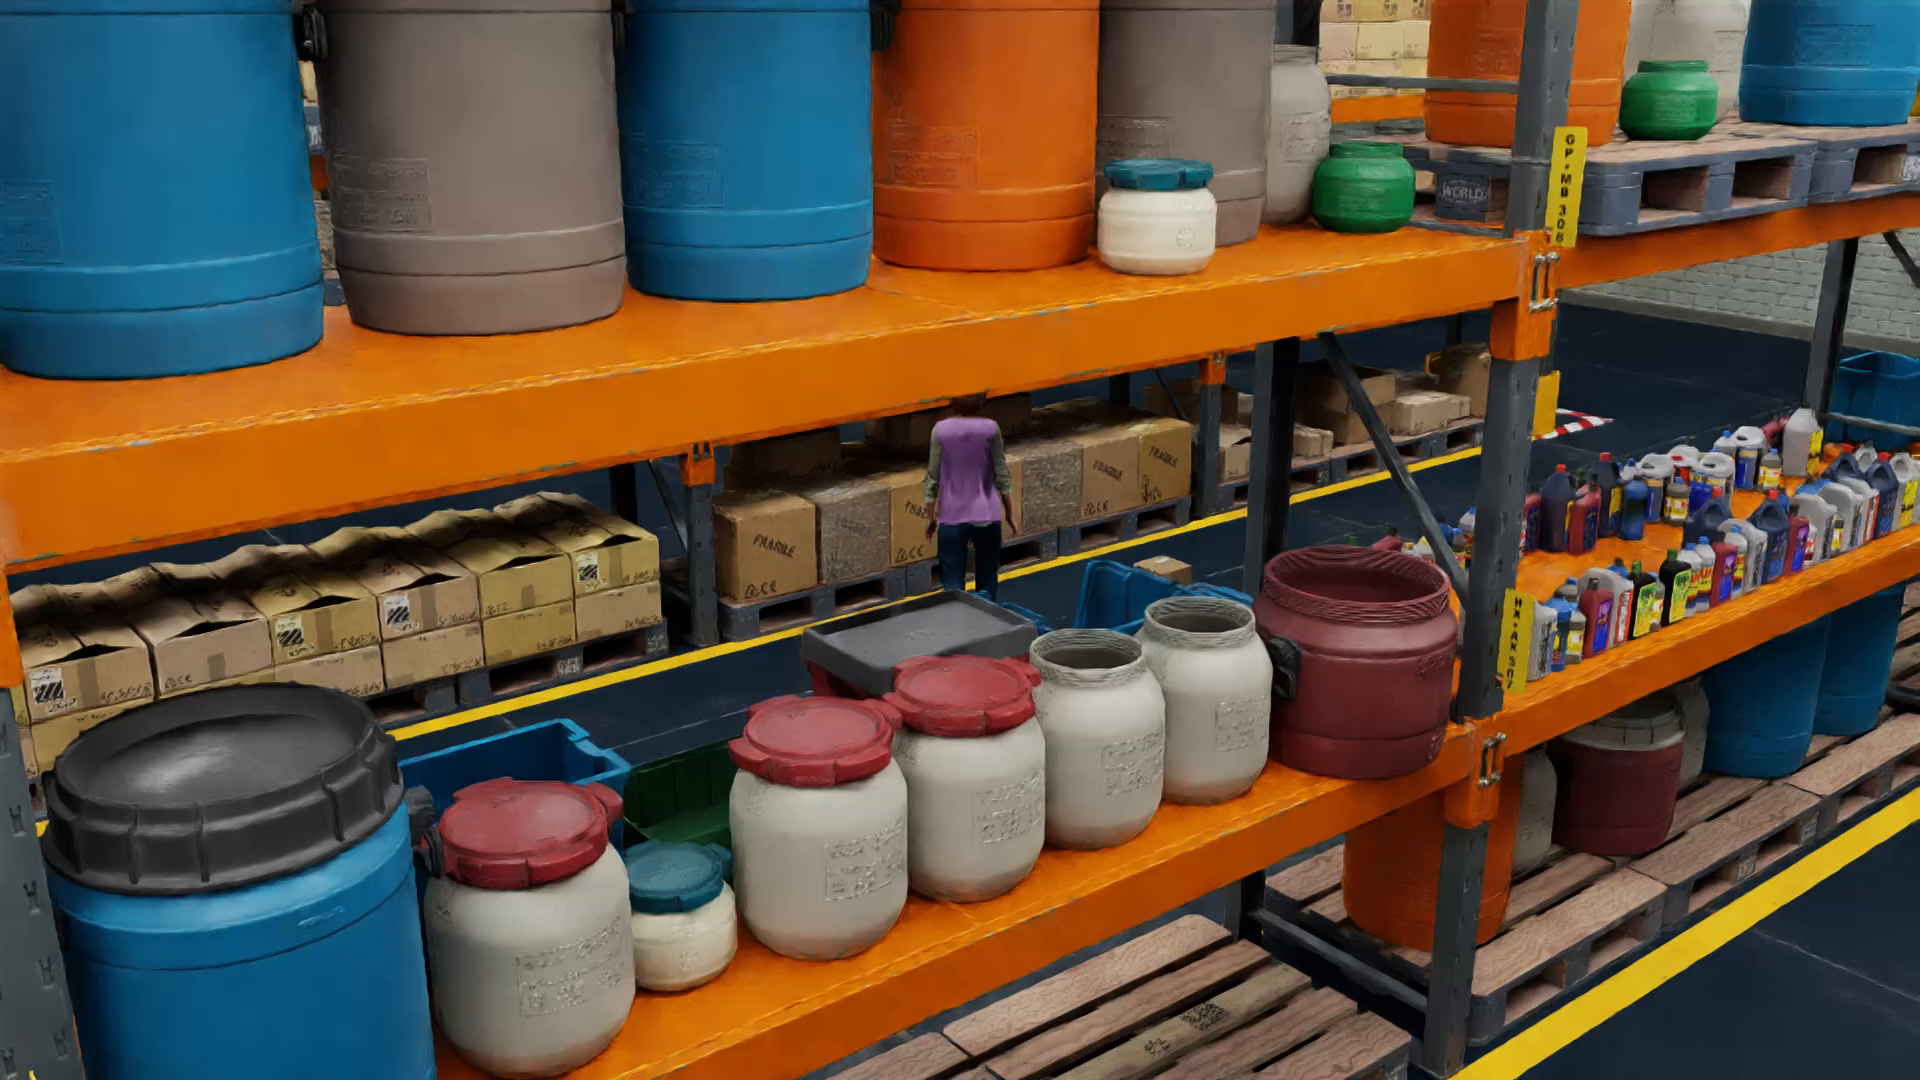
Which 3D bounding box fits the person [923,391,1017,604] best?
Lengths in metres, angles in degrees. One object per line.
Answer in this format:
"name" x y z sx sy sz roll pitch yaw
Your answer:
"person" 0.051 -0.106 8.824 0.511 1.595 0.517 -3 18 -8
